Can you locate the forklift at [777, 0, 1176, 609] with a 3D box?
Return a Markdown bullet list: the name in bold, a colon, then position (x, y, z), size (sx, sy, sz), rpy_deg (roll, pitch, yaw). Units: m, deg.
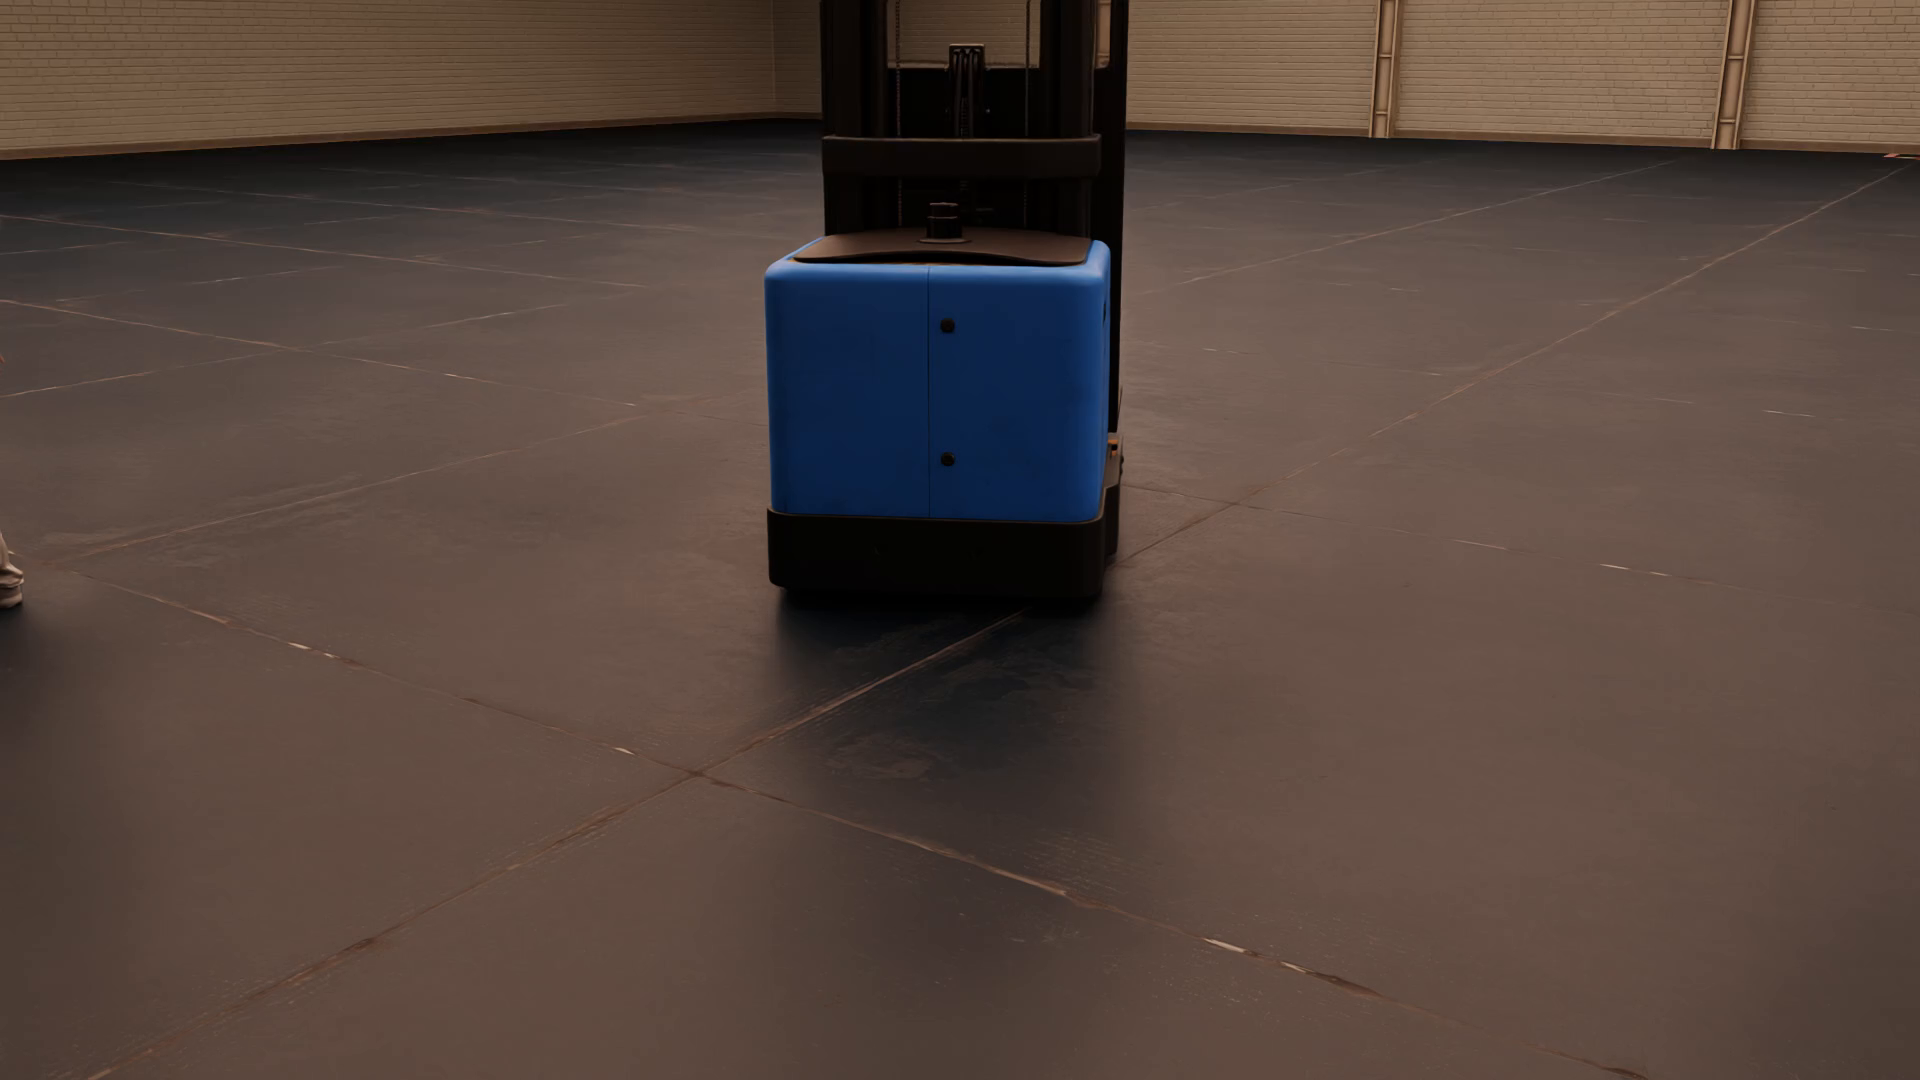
- **forklift**: position (-0.122, -1.576, 6.103), size (1.130, 2.935, 3.031), rpy_deg (-3, 17, -10)
